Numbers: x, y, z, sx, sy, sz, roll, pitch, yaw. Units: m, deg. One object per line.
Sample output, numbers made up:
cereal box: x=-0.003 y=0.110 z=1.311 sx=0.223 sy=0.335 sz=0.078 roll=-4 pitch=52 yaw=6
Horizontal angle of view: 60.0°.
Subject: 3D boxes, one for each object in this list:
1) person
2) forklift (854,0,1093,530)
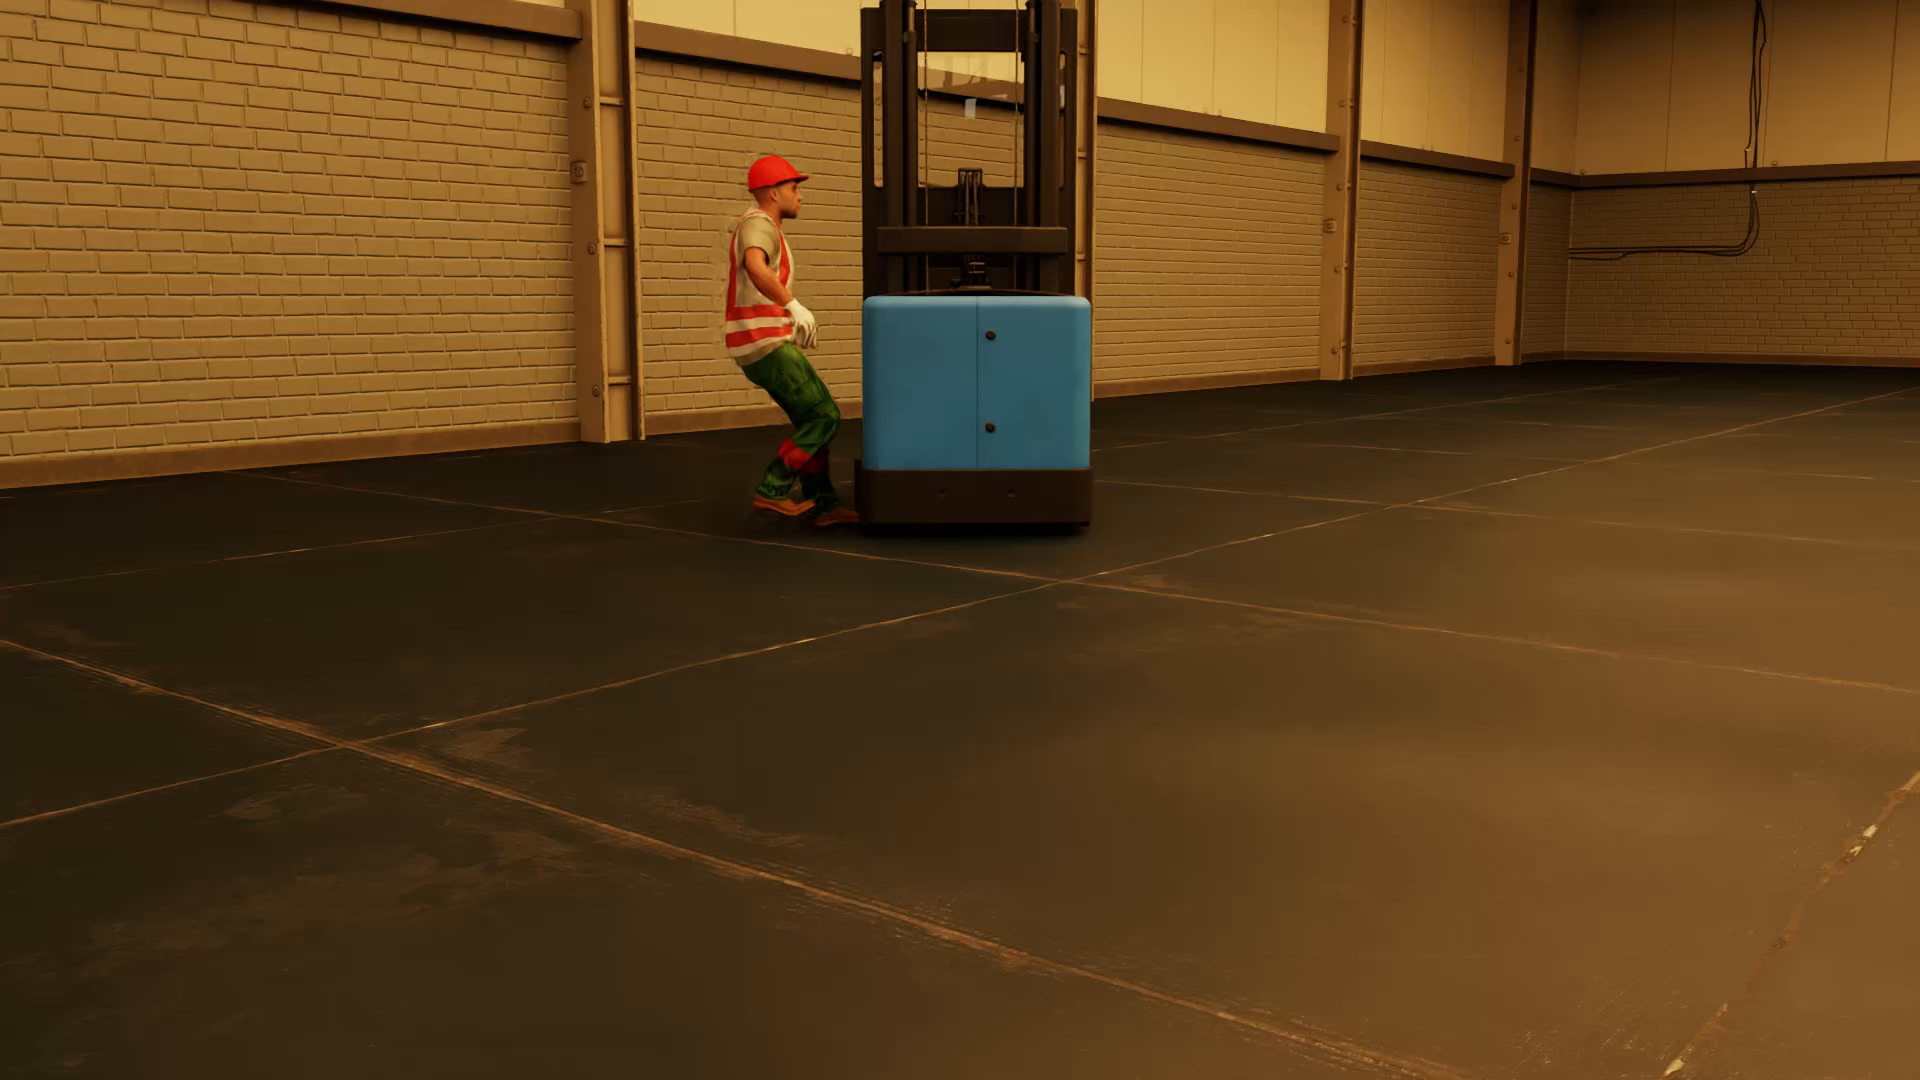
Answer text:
person: x=-0.725 y=-0.870 z=7.571 sx=0.682 sy=1.719 sz=0.997 roll=-1 pitch=8 yaw=-6
forklift: x=0.038 y=-1.673 z=8.717 sx=1.130 sy=2.935 sz=3.031 roll=0 pitch=8 yaw=-1
